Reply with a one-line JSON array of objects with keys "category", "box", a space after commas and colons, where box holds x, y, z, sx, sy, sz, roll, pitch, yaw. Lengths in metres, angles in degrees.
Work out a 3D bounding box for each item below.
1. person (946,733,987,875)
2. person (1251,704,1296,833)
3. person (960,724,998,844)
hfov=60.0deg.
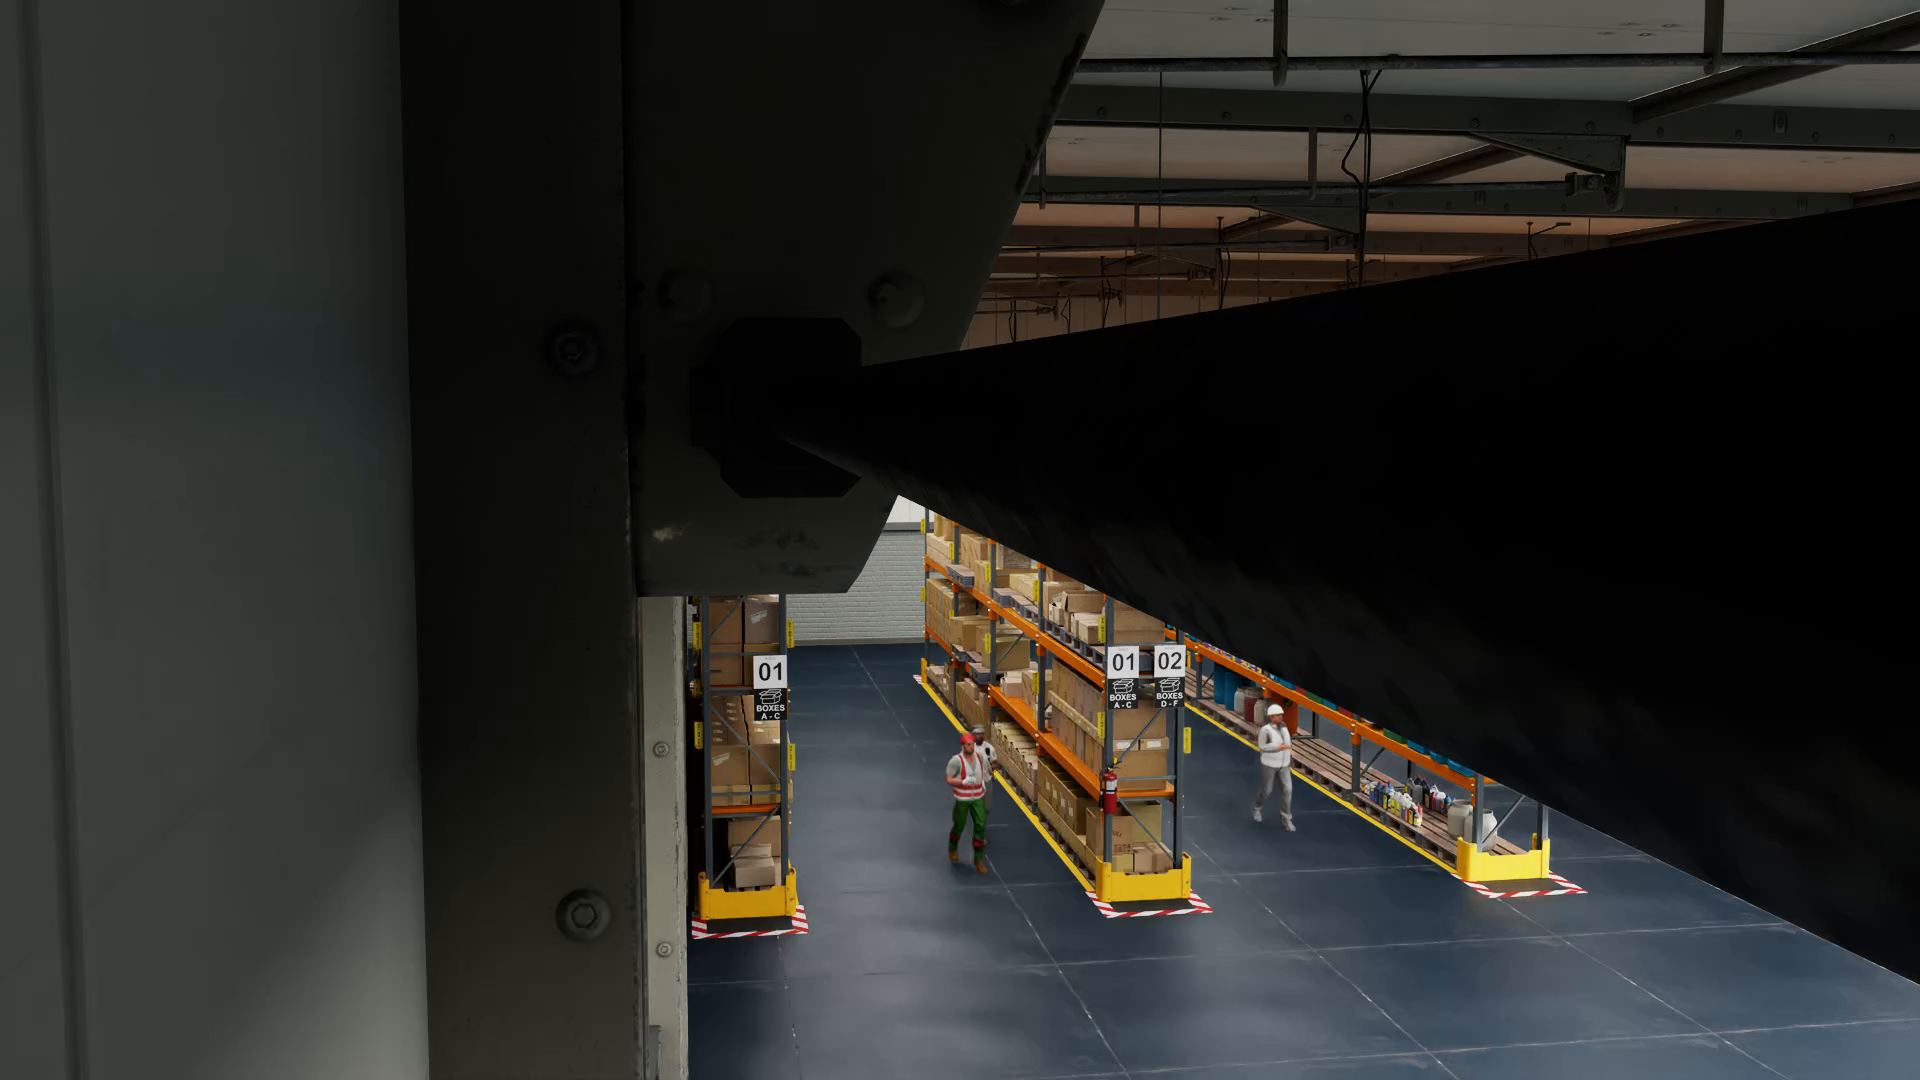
[{"category": "person", "box": [0.082, 3.475, 22.164, 0.662, 1.846, 0.837, -2, 6, -24]}, {"category": "person", "box": [4.571, 3.300, 24.274, 0.658, 1.829, 0.828, -2, 6, -26]}, {"category": "person", "box": [0.257, 3.419, 23.612, 0.588, 1.666, 0.805, -1, 5, -12]}]
